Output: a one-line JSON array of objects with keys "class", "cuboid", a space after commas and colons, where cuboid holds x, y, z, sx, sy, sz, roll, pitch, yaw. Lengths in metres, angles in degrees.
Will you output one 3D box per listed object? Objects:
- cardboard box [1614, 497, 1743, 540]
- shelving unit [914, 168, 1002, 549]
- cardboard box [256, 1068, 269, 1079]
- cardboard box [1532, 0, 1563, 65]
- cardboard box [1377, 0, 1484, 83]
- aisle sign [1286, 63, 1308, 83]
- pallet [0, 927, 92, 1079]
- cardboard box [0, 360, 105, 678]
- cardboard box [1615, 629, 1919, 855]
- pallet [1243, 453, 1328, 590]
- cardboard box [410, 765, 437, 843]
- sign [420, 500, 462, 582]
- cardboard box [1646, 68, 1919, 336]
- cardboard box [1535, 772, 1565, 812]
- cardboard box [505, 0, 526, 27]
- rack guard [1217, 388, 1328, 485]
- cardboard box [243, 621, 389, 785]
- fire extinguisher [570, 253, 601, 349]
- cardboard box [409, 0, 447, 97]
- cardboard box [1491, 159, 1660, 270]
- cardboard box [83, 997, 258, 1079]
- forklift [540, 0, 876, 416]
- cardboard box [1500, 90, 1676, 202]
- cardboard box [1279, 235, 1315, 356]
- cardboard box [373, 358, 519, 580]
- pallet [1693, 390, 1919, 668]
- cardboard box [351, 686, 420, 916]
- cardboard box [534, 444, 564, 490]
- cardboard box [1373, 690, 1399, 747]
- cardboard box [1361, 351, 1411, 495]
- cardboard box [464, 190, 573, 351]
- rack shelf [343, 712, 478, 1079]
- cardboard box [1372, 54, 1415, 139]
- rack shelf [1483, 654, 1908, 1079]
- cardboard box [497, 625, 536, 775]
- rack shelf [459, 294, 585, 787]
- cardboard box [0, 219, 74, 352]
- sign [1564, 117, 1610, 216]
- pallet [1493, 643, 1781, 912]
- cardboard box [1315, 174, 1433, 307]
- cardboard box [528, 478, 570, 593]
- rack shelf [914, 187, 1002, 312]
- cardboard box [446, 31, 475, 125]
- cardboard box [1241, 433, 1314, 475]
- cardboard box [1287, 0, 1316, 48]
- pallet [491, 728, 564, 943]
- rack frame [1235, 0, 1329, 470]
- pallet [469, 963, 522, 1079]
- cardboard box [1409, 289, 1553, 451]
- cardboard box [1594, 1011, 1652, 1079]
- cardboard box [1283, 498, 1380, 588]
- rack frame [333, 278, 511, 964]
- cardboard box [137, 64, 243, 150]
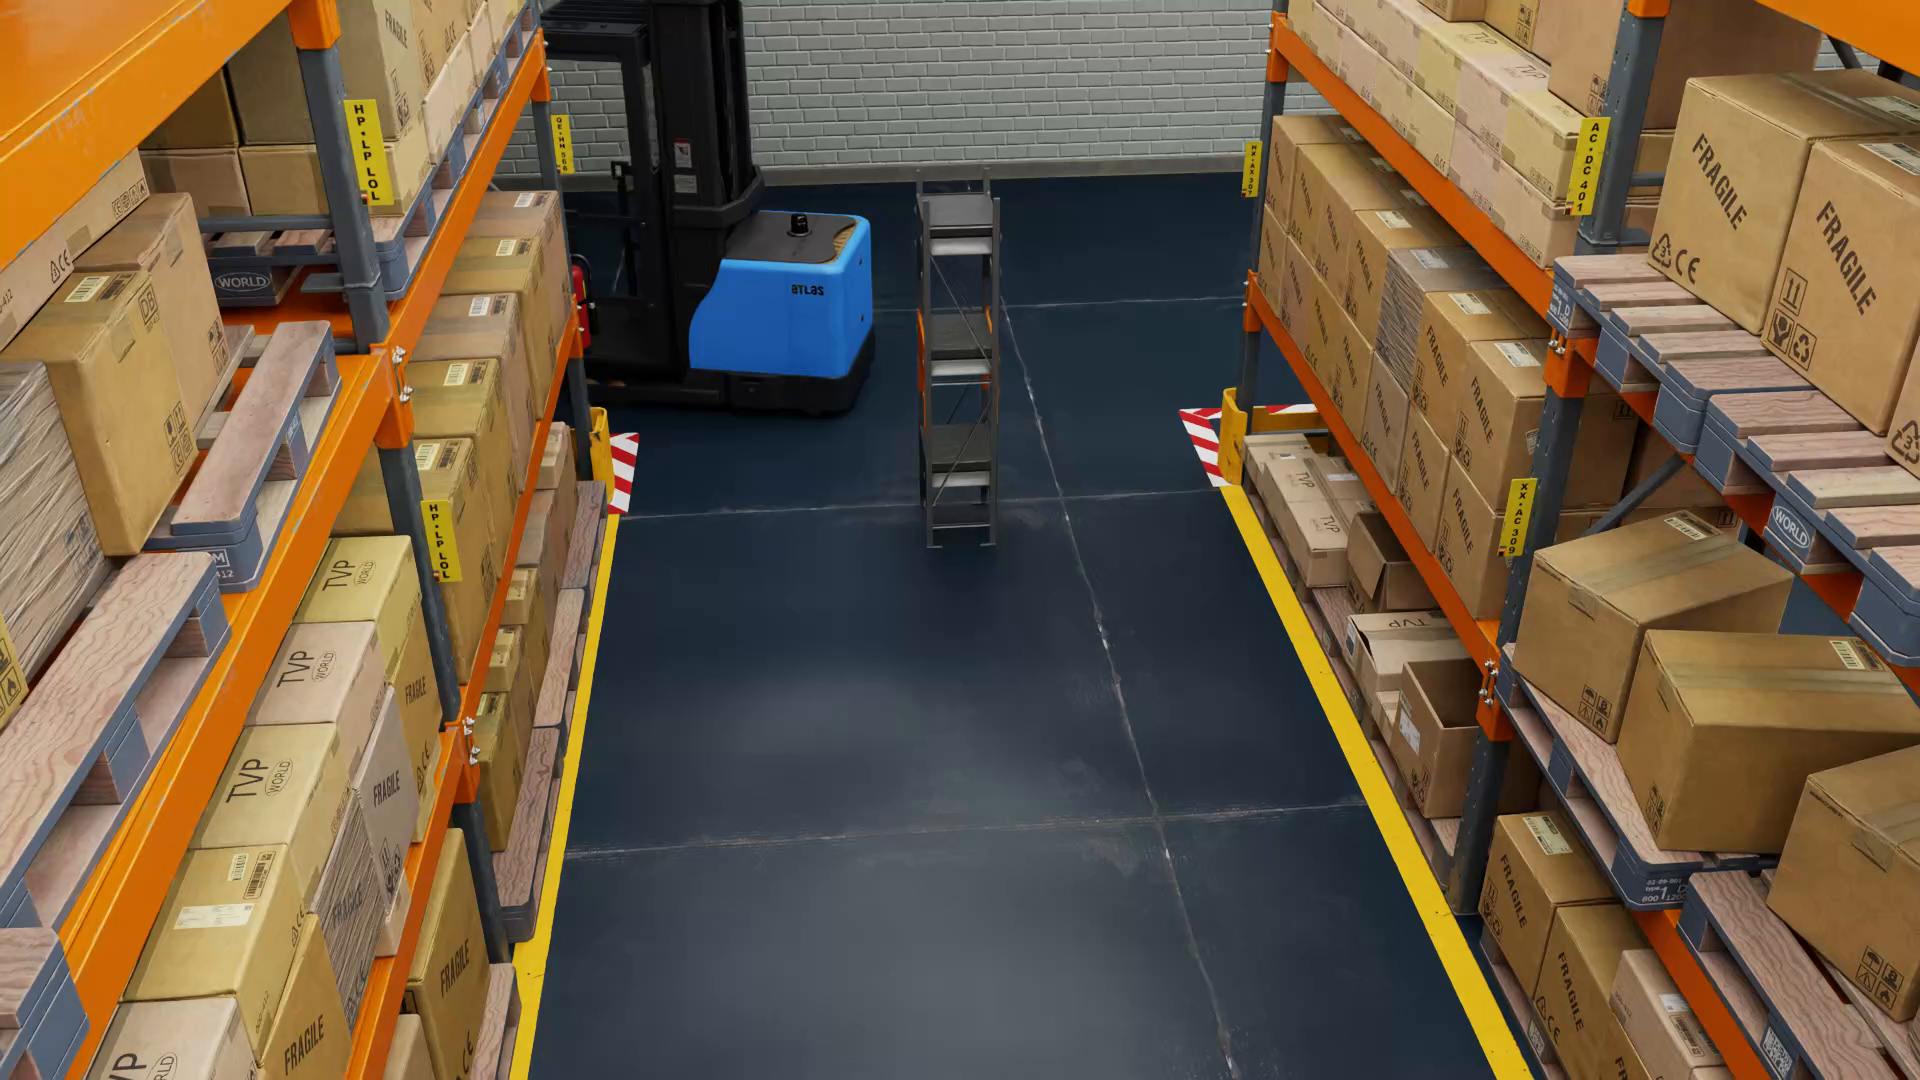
[{"class": "cardboard box", "cuboid": [2.816, -0.056, 6.820, 0.500, 0.500, 0.500, -2, 31, -3]}, {"class": "shelving unit", "cuboid": [-0.015, -0.986, 9.353, 0.431, 2.100, 0.503, -3, 31, -5]}, {"class": "cardboard box", "cuboid": [-1.842, 1.581, 3.770, 0.500, 0.500, 0.500, -3, 31, -5]}, {"class": "cardboard box", "cuboid": [2.603, -2.008, 6.189, 0.700, 0.500, 0.500, -3, 31, -5]}, {"class": "cardboard box", "cuboid": [2.142, -2.179, 7.206, 0.500, 0.250, 0.500, -3, 31, -5]}, {"class": "aisle sign", "cuboid": [1.919, -2.918, 9.176, 0.394, 0.787, 0.004, -3, 31, -5]}, {"class": "pallet", "cuboid": [-2.079, 1.009, 2.394, 1.213, 0.211, 1.003, -1, 31, -2]}, {"class": "cardboard box", "cuboid": [-2.268, -0.025, 3.415, 0.700, 0.500, 0.500, -3, 31, -5]}, {"class": "cardboard box", "cuboid": [2.541, 0.638, 5.250, 0.700, 0.500, 0.500, 2, 31, 3]}, {"class": "pallet", "cuboid": [2.301, -0.138, 9.776, 1.003, 0.211, 1.213, -3, 31, -5]}, {"class": "cardboard box", "cuboid": [-1.979, 0.886, 5.567, 0.380, 0.149, 0.250, -2, 31, -4]}, {"class": "sign", "cuboid": [-1.800, 0.006, 5.763, 0.100, 0.325, 0.005, -3, 31, -5]}, {"class": "cardboard box", "cuboid": [2.566, -1.033, 5.024, 0.600, 0.600, 0.600, -6, 31, -9]}, {"class": "cardboard box", "cuboid": [2.768, 1.001, 7.341, 0.500, 0.311, 0.500, -3, 31, -5]}, {"class": "cardboard box", "cuboid": [-2.381, -2.628, 7.938, 0.500, 0.250, 0.500, -2, 31, -3]}, {"class": "rack guard", "cuboid": [2.225, -0.670, 10.384, 1.175, 0.500, 0.348, -3, 31, -5]}, {"class": "cardboard box", "cuboid": [-2.003, 0.486, 4.872, 0.500, 0.250, 0.500, -2, 31, -4]}, {"class": "fire extinguisher", "cuboid": [-2.268, -1.448, 9.688, 0.296, 0.674, 0.183, -3, 31, -5]}, {"class": "cardboard box", "cuboid": [-2.181, -1.908, 6.002, 0.500, 0.500, 0.500, -3, 31, -6]}, {"class": "cardboard box", "cuboid": [2.282, -1.198, 6.052, 0.500, 0.250, 0.500, -3, 31, -5]}, {"class": "cardboard box", "cuboid": [-1.853, 1.267, 3.565, 0.500, 0.250, 0.500, -3, 31, -4]}, {"class": "forklift", "cuboid": [-2.162, -2.428, 10.957, 3.031, 2.935, 1.130, 5, 31, 8]}, {"class": "cardboard box", "cuboid": [2.276, -1.413, 5.923, 0.500, 0.250, 0.500, -3, 31, -5]}, {"class": "cardboard box", "cuboid": [2.051, -1.322, 8.941, 0.500, 0.500, 0.500, -3, 31, -5]}, {"class": "cardboard box", "cuboid": [-2.437, -0.280, 7.000, 0.980, 0.700, 0.700, -4, 31, -6]}, {"class": "pallet", "cuboid": [2.683, -0.081, 4.218, 1.213, 0.211, 1.003, -3, 31, -5]}, {"class": "cardboard box", "cuboid": [-1.988, 0.804, 5.071, 0.500, 0.500, 0.500, -3, 31, -4]}, {"class": "cardboard box", "cuboid": [-2.330, -0.388, 8.870, 0.380, 0.149, 0.250, -2, 31, -3]}, {"class": "cardboard box", "cuboid": [2.161, 0.830, 7.787, 0.380, 0.149, 0.250, -3, 31, -5]}, {"class": "cardboard box", "cuboid": [2.190, -0.550, 7.649, 0.500, 0.500, 0.500, -2, 31, -3]}, {"class": "cardboard box", "cuboid": [-2.656, -1.411, 8.895, 0.980, 0.700, 0.700, -1, 31, -2]}, {"class": "rack shelf", "cuboid": [-2.153, 1.830, 4.463, 1.077, 0.370, 4.000, -3, 31, -5]}, {"class": "cardboard box", "cuboid": [2.148, -1.964, 7.335, 0.500, 0.250, 0.500, -3, 31, -5]}, {"class": "rack shelf", "cuboid": [2.779, 1.591, 4.863, 1.077, 0.370, 4.000, -3, 31, -5]}, {"class": "cardboard box", "cuboid": [-2.351, 0.749, 7.598, 0.700, 0.500, 0.500, -3, 31, -5]}, {"class": "rack shelf", "cuboid": [-2.527, -0.212, 7.882, 1.077, 0.370, 4.000, -3, 31, -5]}, {"class": "cardboard box", "cuboid": [-2.322, -0.605, 3.655, 0.500, 0.250, 0.500, -4, 31, -6]}, {"class": "sign", "cuboid": [2.052, -1.219, 5.437, 0.100, 0.325, 0.005, -3, 31, -5]}, {"class": "pallet", "cuboid": [2.558, 0.756, 5.746, 1.003, 0.211, 1.213, -3, 31, -5]}, {"class": "cardboard box", "cuboid": [2.095, -1.492, 8.251, 0.500, 0.500, 0.500, -2, 31, -4]}, {"class": "cardboard box", "cuboid": [-2.502, -0.041, 8.922, 0.700, 0.500, 0.500, -3, 31, -5]}, {"class": "rack shelf", "cuboid": [-0.015, -1.575, 9.001, 0.431, 0.518, 0.480, -3, 31, -5]}, {"class": "cardboard box", "cuboid": [-2.230, -1.835, 6.610, 0.500, 0.250, 0.500, -4, 31, -6]}, {"class": "cardboard box", "cuboid": [1.915, -0.516, 10.040, 0.380, 0.149, 0.250, -3, 31, -5]}, {"class": "cardboard box", "cuboid": [2.013, -2.730, 8.617, 0.500, 0.250, 0.500, -3, 31, -5]}, {"class": "pallet", "cuboid": [-2.333, 1.305, 7.359, 1.003, 0.211, 1.213, -3, 31, -5]}, {"class": "rack frame", "cuboid": [2.218, -1.782, 9.807, 1.000, 3.000, 0.127, -3, 31, -5]}, {"class": "pallet", "cuboid": [-2.193, 2.087, 6.050, 1.003, 0.211, 1.213, -3, 31, -5]}, {"class": "cardboard box", "cuboid": [2.236, -0.719, 6.956, 0.500, 0.500, 0.500, -3, 31, -6]}, {"class": "cardboard box", "cuboid": [2.495, 1.931, 5.601, 0.500, 0.500, 0.500, -2, 31, -4]}, {"class": "cardboard box", "cuboid": [2.080, 0.012, 9.058, 0.500, 0.250, 0.500, -3, 31, -5]}, {"class": "rack frame", "cuboid": [-2.340, 0.500, 5.988, 1.000, 3.000, 0.127, -3, 31, -5]}, {"class": "cardboard box", "cuboid": [-2.637, -1.614, 5.510, 0.500, 0.500, 0.500, -3, 31, -5]}]
